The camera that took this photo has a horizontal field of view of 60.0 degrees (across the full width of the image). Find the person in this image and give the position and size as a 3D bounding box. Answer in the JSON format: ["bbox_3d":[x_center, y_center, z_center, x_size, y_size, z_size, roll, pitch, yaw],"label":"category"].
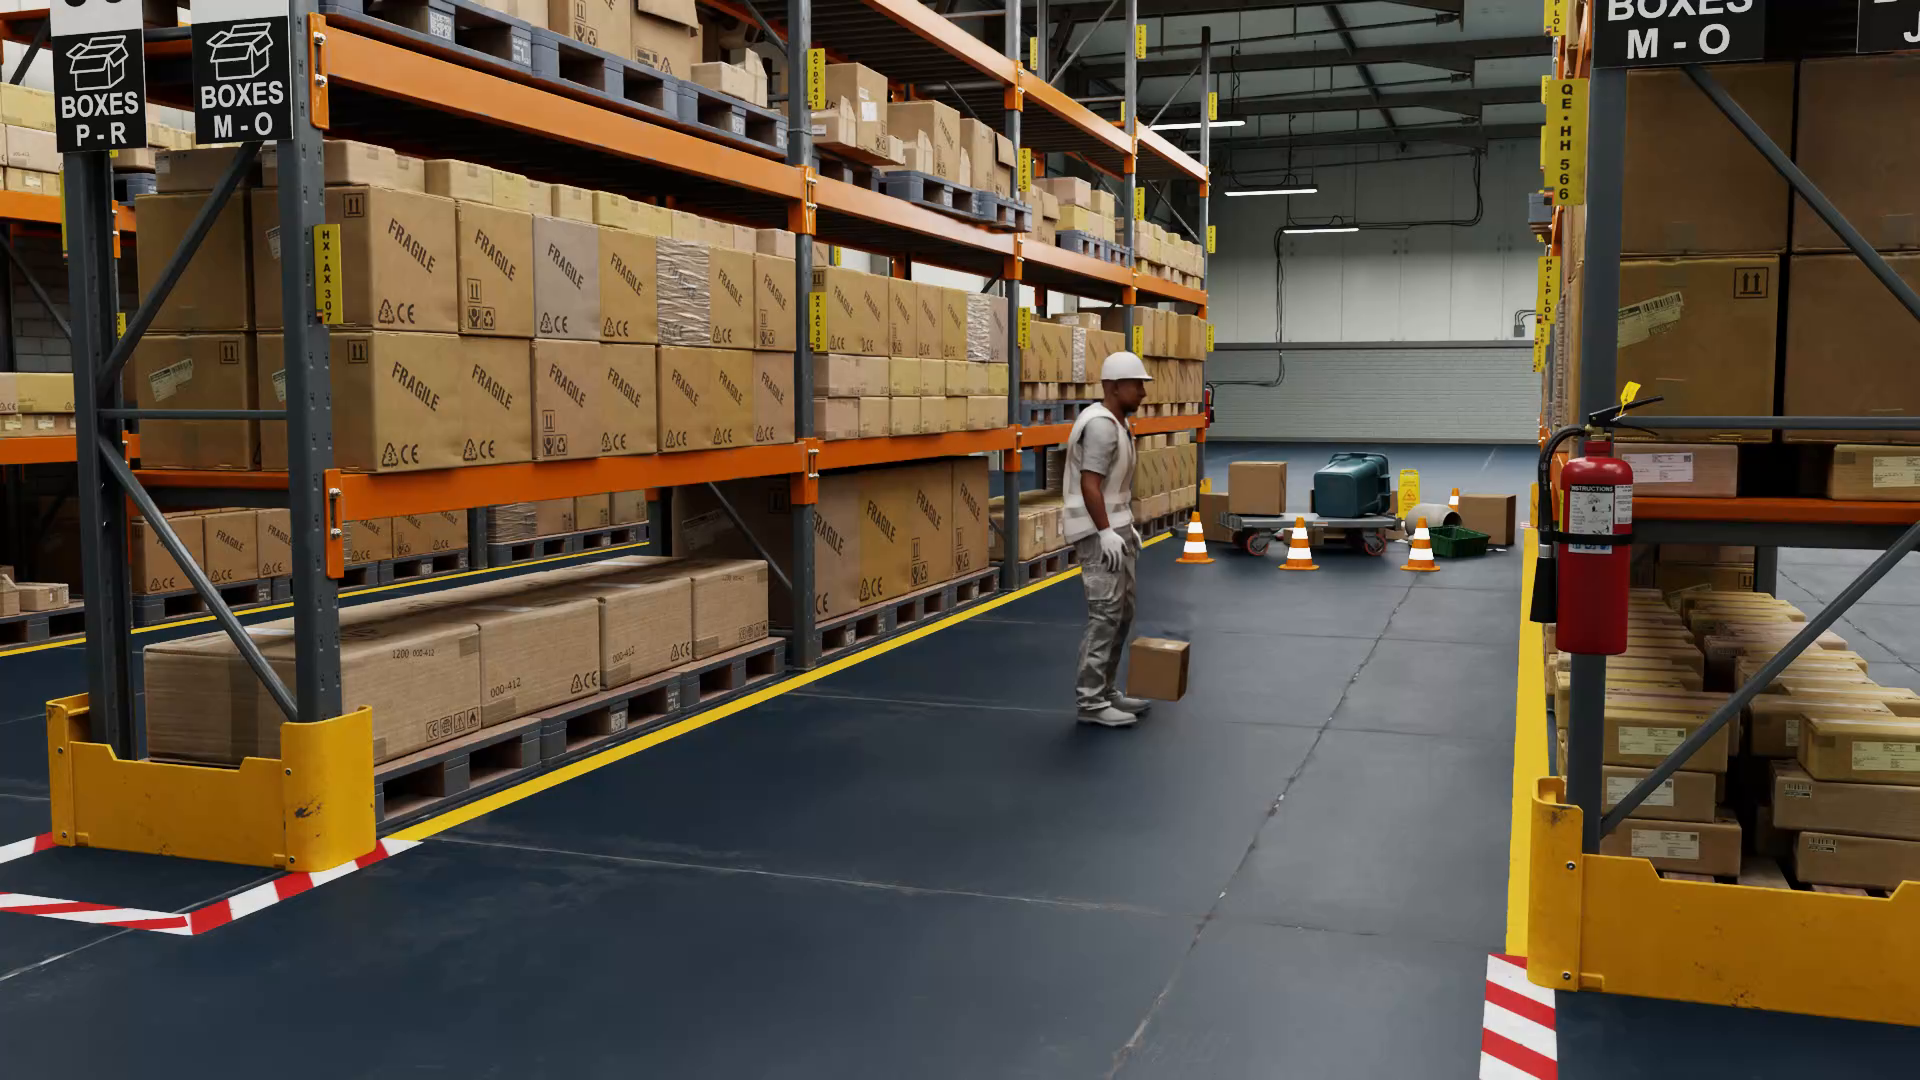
[{"bbox_3d":[0.723,-0.018,8.062,0.434,1.776,0.590,2,5,17],"label":"person"}]
